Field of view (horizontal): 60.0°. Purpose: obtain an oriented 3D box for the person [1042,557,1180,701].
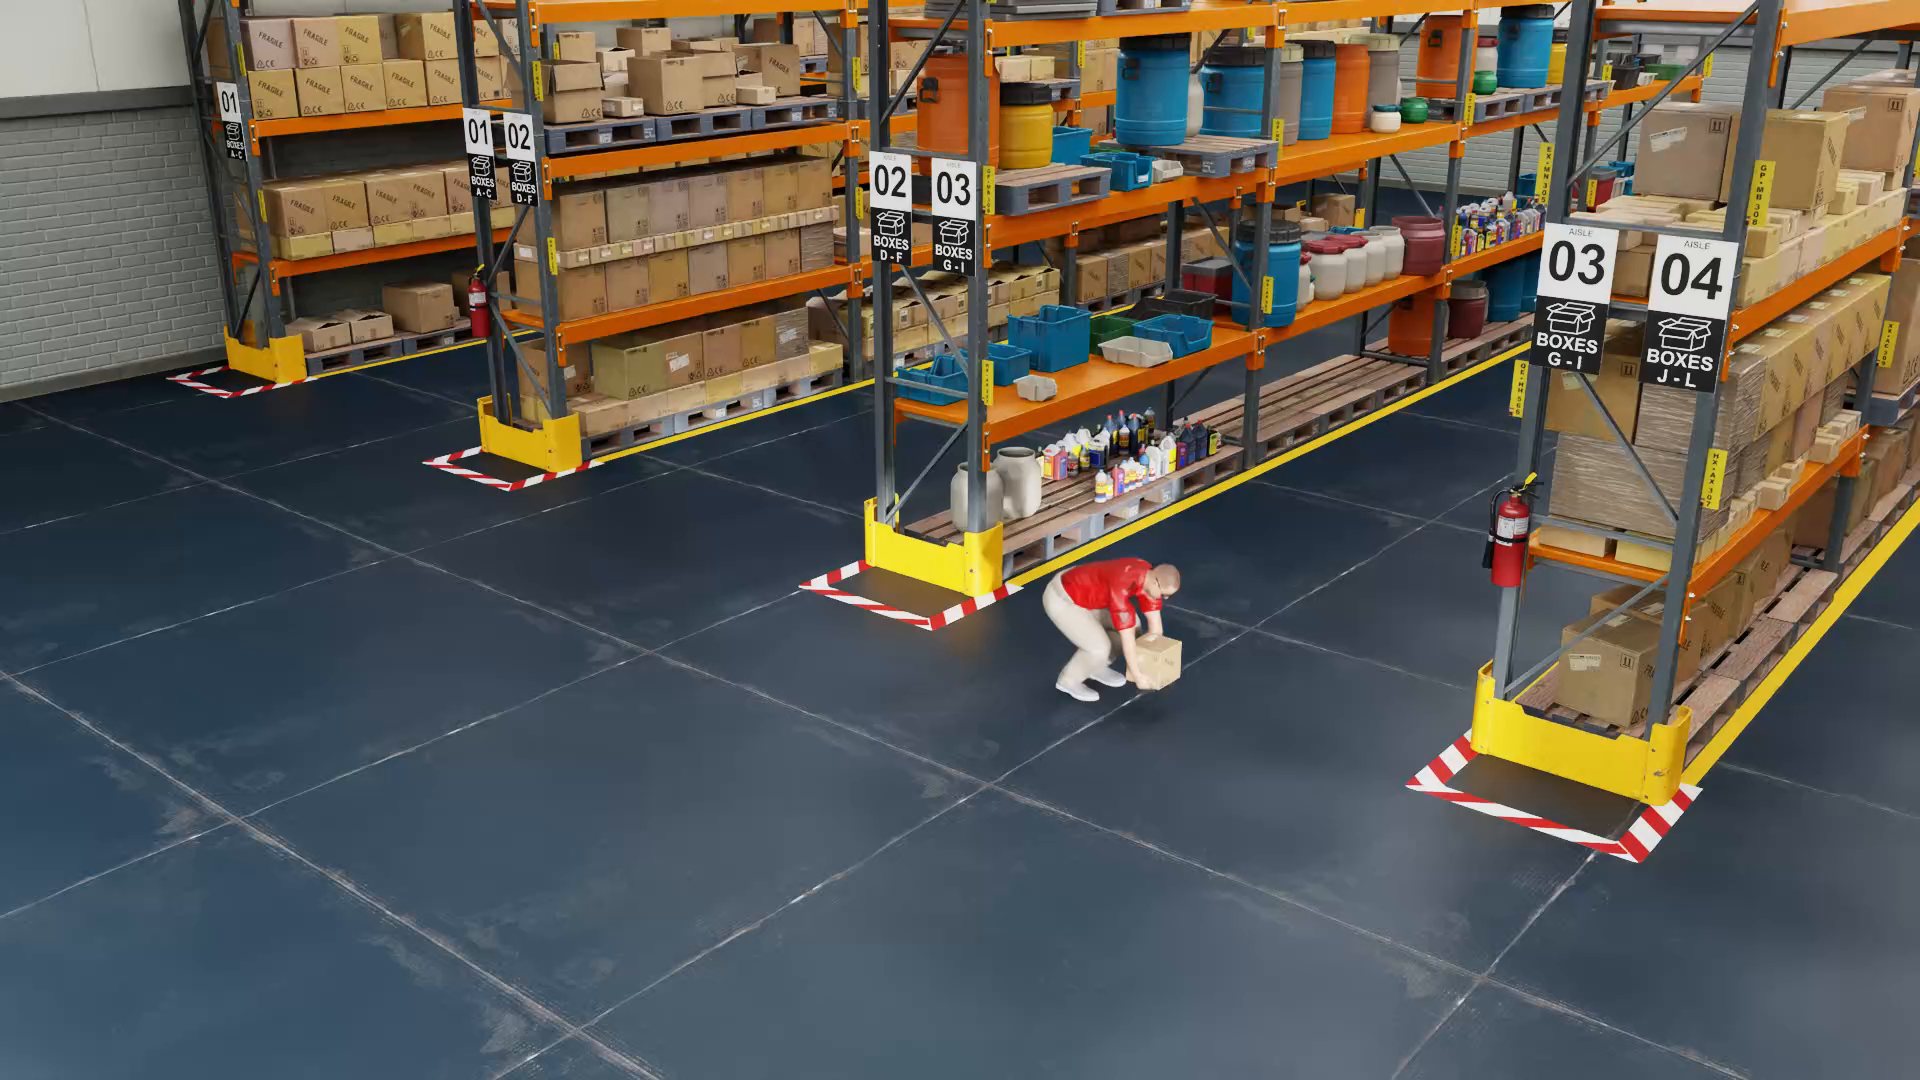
[{"bbox_3d":[0.979,0.544,10.709,0.918,0.980,0.542,15,25,35],"label":"person"}]
